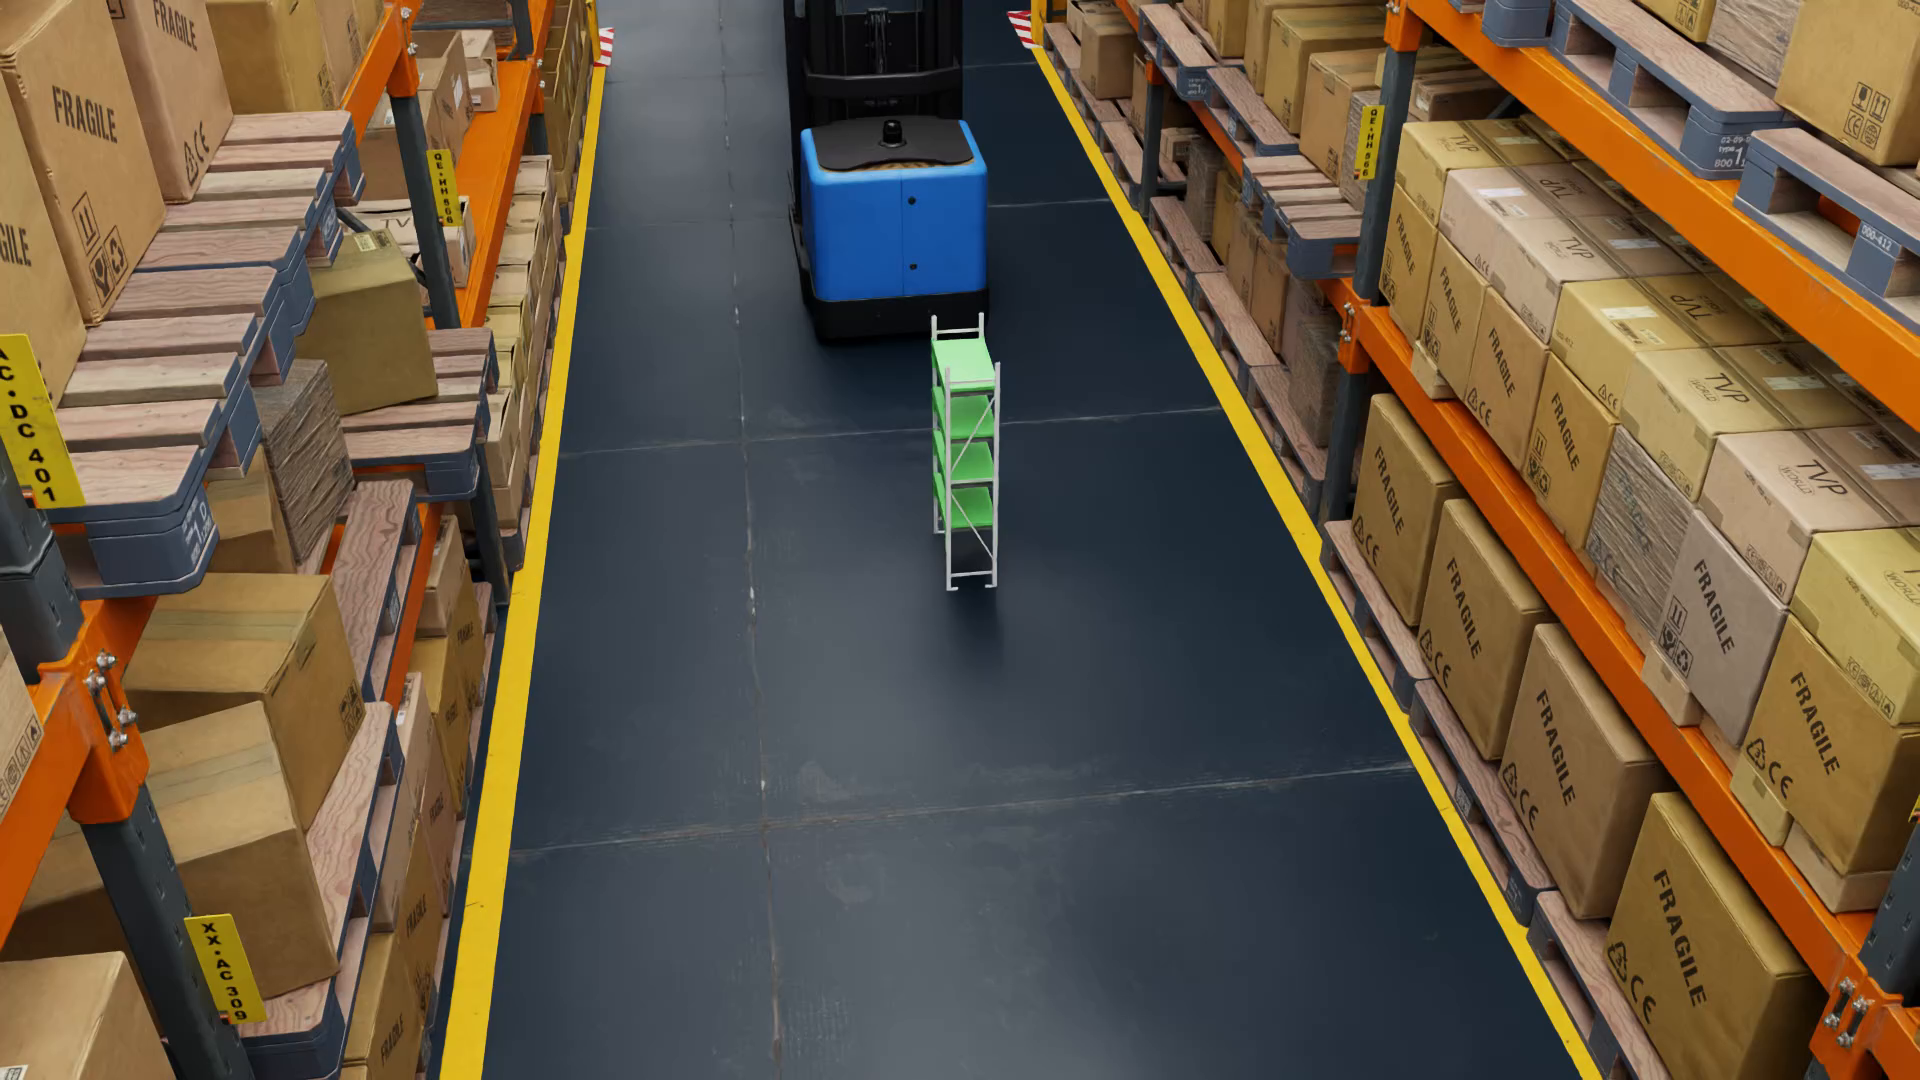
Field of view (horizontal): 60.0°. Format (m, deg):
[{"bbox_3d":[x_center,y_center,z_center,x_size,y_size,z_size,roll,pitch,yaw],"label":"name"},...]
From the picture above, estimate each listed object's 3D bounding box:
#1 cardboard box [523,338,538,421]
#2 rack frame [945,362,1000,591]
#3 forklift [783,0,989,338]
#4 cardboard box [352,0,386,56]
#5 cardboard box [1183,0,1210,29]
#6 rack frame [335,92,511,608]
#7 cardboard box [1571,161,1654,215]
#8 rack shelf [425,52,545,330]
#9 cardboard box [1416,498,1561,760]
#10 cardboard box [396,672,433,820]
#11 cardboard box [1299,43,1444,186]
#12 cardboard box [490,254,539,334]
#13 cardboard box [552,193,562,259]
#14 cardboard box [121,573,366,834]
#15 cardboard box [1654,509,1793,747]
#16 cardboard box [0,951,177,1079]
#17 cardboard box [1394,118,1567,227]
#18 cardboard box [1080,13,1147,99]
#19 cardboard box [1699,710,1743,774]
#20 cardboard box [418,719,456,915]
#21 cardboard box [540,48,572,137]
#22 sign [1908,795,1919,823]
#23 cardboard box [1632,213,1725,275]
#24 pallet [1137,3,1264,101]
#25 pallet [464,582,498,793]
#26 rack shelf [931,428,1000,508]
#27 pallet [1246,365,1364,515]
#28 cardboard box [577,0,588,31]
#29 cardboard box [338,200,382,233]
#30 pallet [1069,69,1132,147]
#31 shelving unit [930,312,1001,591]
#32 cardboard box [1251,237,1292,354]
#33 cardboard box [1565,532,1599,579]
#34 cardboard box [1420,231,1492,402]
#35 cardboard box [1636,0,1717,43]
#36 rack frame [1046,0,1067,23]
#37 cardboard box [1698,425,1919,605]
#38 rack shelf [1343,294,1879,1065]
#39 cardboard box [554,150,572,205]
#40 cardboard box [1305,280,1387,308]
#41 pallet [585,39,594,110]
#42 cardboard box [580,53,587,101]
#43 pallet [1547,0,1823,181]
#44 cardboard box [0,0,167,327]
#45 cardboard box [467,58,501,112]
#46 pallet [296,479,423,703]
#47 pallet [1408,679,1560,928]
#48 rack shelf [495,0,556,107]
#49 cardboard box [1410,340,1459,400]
[{"bbox_3d":[-2.541,-0.846,8.897,0.500,0.250,0.500,-5,35,-8],"label":"cardboard box"},{"bbox_3d":[0.055,-0.267,7.577,0.240,1.200,0.015,-4,35,-6],"label":"rack frame"},{"bbox_3d":[-0.565,-3.231,10.388,1.130,2.935,3.031,-5,35,-7],"label":"forklift"},{"bbox_3d":[-2.525,-1.964,5.716,0.910,0.500,0.500,-4,35,-6],"label":"cardboard box"},{"bbox_3d":[1.788,-3.470,10.199,0.700,0.500,0.500,-4,35,-6],"label":"cardboard box"},{"bbox_3d":[-2.617,-0.924,6.943,1.000,3.000,0.127,-4,35,-6],"label":"rack frame"},{"bbox_3d":[2.675,-1.261,6.401,0.500,0.250,0.500,-5,35,-8],"label":"cardboard box"},{"bbox_3d":[-2.886,-1.743,8.783,1.077,0.370,4.000,-4,35,-6],"label":"rack shelf"},{"bbox_3d":[2.372,0.323,6.649,0.750,0.750,0.750,-5,35,-7],"label":"cardboard box"},{"bbox_3d":[-2.105,0.723,5.689,0.500,0.250,0.500,-5,35,-7],"label":"cardboard box"},{"bbox_3d":[2.116,-2.096,8.183,0.700,0.500,0.500,-8,35,-11],"label":"cardboard box"},{"bbox_3d":[-2.611,-1.372,9.170,0.500,0.311,0.500,-5,35,-7],"label":"cardboard box"},{"bbox_3d":[-2.812,-1.984,10.567,0.500,0.250,0.500,-5,35,-7],"label":"cardboard box"},{"bbox_3d":[-2.076,0.433,4.490,0.700,0.500,0.500,1,34,1],"label":"cardboard box"},{"bbox_3d":[2.439,0.236,4.870,0.500,0.500,0.500,-4,34,-6],"label":"cardboard box"},{"bbox_3d":[-1.754,1.116,2.972,0.500,0.500,0.500,-4,34,-6],"label":"cardboard box"},{"bbox_3d":[2.101,-1.495,6.744,0.500,0.250,0.500,-4,34,-5],"label":"cardboard box"},{"bbox_3d":[1.345,-3.791,12.978,0.700,0.500,0.500,-6,35,-9],"label":"cardboard box"},{"bbox_3d":[2.456,0.572,4.953,0.380,0.149,0.250,-3,34,-5],"label":"cardboard box"},{"bbox_3d":[-2.112,1.012,5.930,0.500,0.500,0.500,-6,35,-8],"label":"cardboard box"},{"bbox_3d":[-2.982,-3.065,11.486,0.500,0.500,0.500,-4,35,-6],"label":"cardboard box"},{"bbox_3d":[2.293,0.531,3.849,0.100,0.325,0.005,-4,35,-6],"label":"sign"},{"bbox_3d":[2.741,-0.975,5.980,0.500,0.250,0.500,-5,35,-8],"label":"cardboard box"},{"bbox_3d":[1.712,-3.017,10.184,1.003,0.211,1.213,-4,35,-6],"label":"pallet"},{"bbox_3d":[-2.554,0.647,7.113,1.003,0.211,1.213,-4,35,-6],"label":"pallet"},{"bbox_3d":[0.022,-0.351,7.813,0.258,0.148,0.480,-4,35,-6],"label":"rack shelf"},{"bbox_3d":[2.188,-0.586,8.922,1.003,0.211,1.213,-4,35,-6],"label":"pallet"},{"bbox_3d":[-3.326,-4.459,13.532,0.500,0.500,0.500,-4,35,-6],"label":"cardboard box"},{"bbox_3d":[-2.844,-1.528,8.052,0.380,0.149,0.250,-2,34,-3],"label":"cardboard box"},{"bbox_3d":[1.461,-3.436,13.104,1.003,0.211,1.213,-4,35,-6],"label":"pallet"},{"bbox_3d":[0.022,-0.403,7.777,0.258,1.200,0.503,-4,35,-6],"label":"shelving unit"},{"bbox_3d":[2.094,-1.420,9.499,0.700,0.500,0.500,-5,35,-7],"label":"cardboard box"},{"bbox_3d":[2.352,-0.003,5.795,0.380,0.149,0.250,-3,34,-5],"label":"cardboard box"},{"bbox_3d":[2.164,-0.891,6.523,0.500,0.500,0.500,-3,34,-5],"label":"cardboard box"},{"bbox_3d":[2.598,-1.897,5.226,0.700,0.500,0.500,-3,34,-4],"label":"cardboard box"},{"bbox_3d":[1.215,-5.766,14.047,1.000,3.000,0.127,-4,35,-6],"label":"rack frame"},{"bbox_3d":[2.454,-0.079,4.666,0.500,0.250,0.500,-4,34,-5],"label":"cardboard box"},{"bbox_3d":[2.560,0.112,6.061,1.077,0.370,4.000,-4,35,-6],"label":"rack shelf"},{"bbox_3d":[-2.917,-2.476,11.288,0.500,0.250,0.500,-4,35,-6],"label":"cardboard box"},{"bbox_3d":[2.128,-1.481,8.923,0.500,0.250,0.500,-4,34,-5],"label":"cardboard box"},{"bbox_3d":[-3.548,-3.813,13.657,1.003,0.211,1.213,-4,35,-6],"label":"pallet"},{"bbox_3d":[-3.180,-3.592,12.926,0.500,0.250,0.500,-4,35,-6],"label":"cardboard box"},{"bbox_3d":[2.584,-1.484,5.268,1.003,0.211,1.213,-3,34,-4],"label":"pallet"},{"bbox_3d":[-2.186,-0.846,3.614,0.600,0.600,0.600,-5,35,-7],"label":"cardboard box"},{"bbox_3d":[-2.855,-2.624,9.557,0.396,0.266,0.258,-5,35,-8],"label":"cardboard box"},{"bbox_3d":[-2.351,0.240,5.405,1.003,0.211,1.213,-4,35,-6],"label":"pallet"},{"bbox_3d":[2.484,0.976,6.631,1.003,0.211,1.213,-4,35,-6],"label":"pallet"},{"bbox_3d":[-3.424,-3.975,12.059,1.077,0.370,4.000,-4,35,-6],"label":"rack shelf"},{"bbox_3d":[2.083,-0.709,6.832,0.380,0.149,0.250,-3,34,-5],"label":"cardboard box"}]
